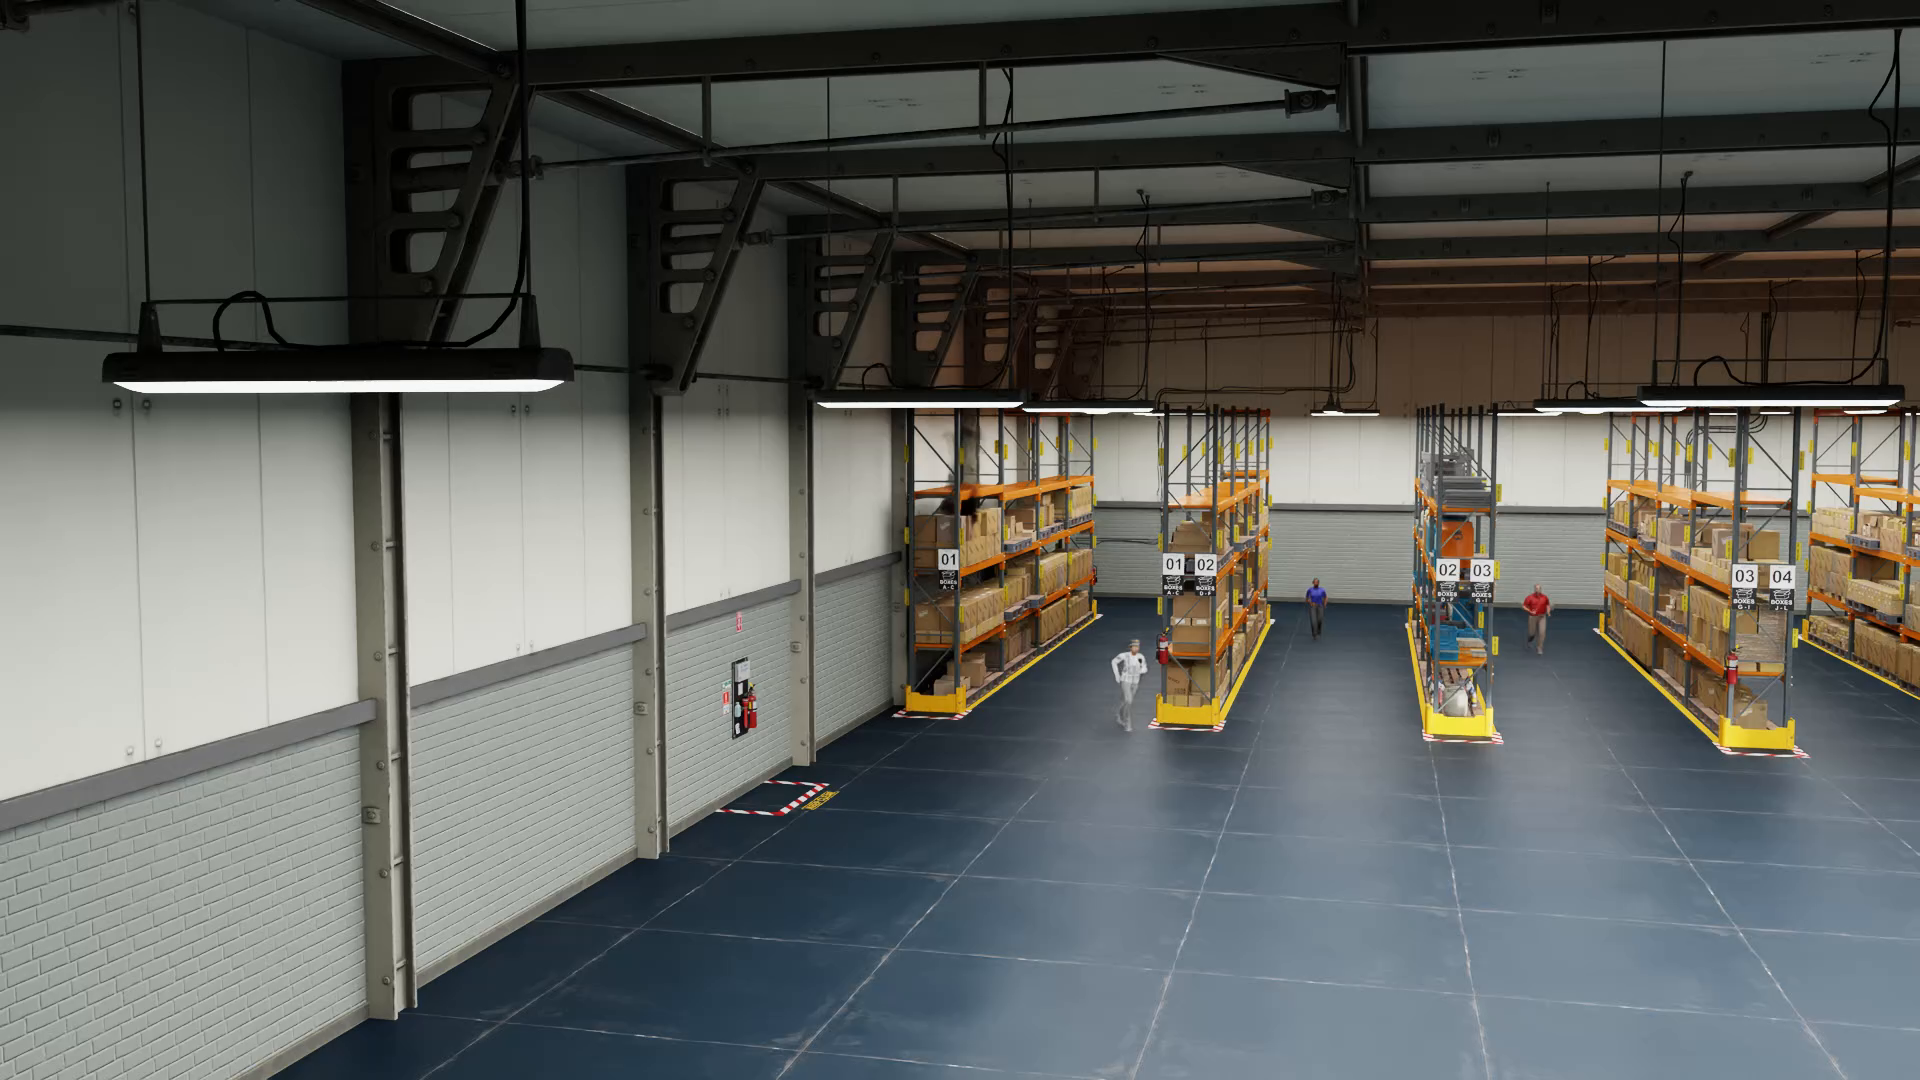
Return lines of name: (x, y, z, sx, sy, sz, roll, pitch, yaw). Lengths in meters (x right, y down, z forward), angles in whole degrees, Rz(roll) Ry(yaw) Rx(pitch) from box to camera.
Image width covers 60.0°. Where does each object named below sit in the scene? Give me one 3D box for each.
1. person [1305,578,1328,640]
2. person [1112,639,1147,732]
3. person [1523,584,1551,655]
person: (9.223, 1.792, 43.009, 0.570, 1.617, 0.554, 1, 4, 9)
person: (3.132, 2.682, 30.743, 0.611, 1.750, 0.750, -2, 4, -20)
person: (14.094, 1.924, 40.589, 0.674, 1.682, 0.782, 0, 4, 6)
